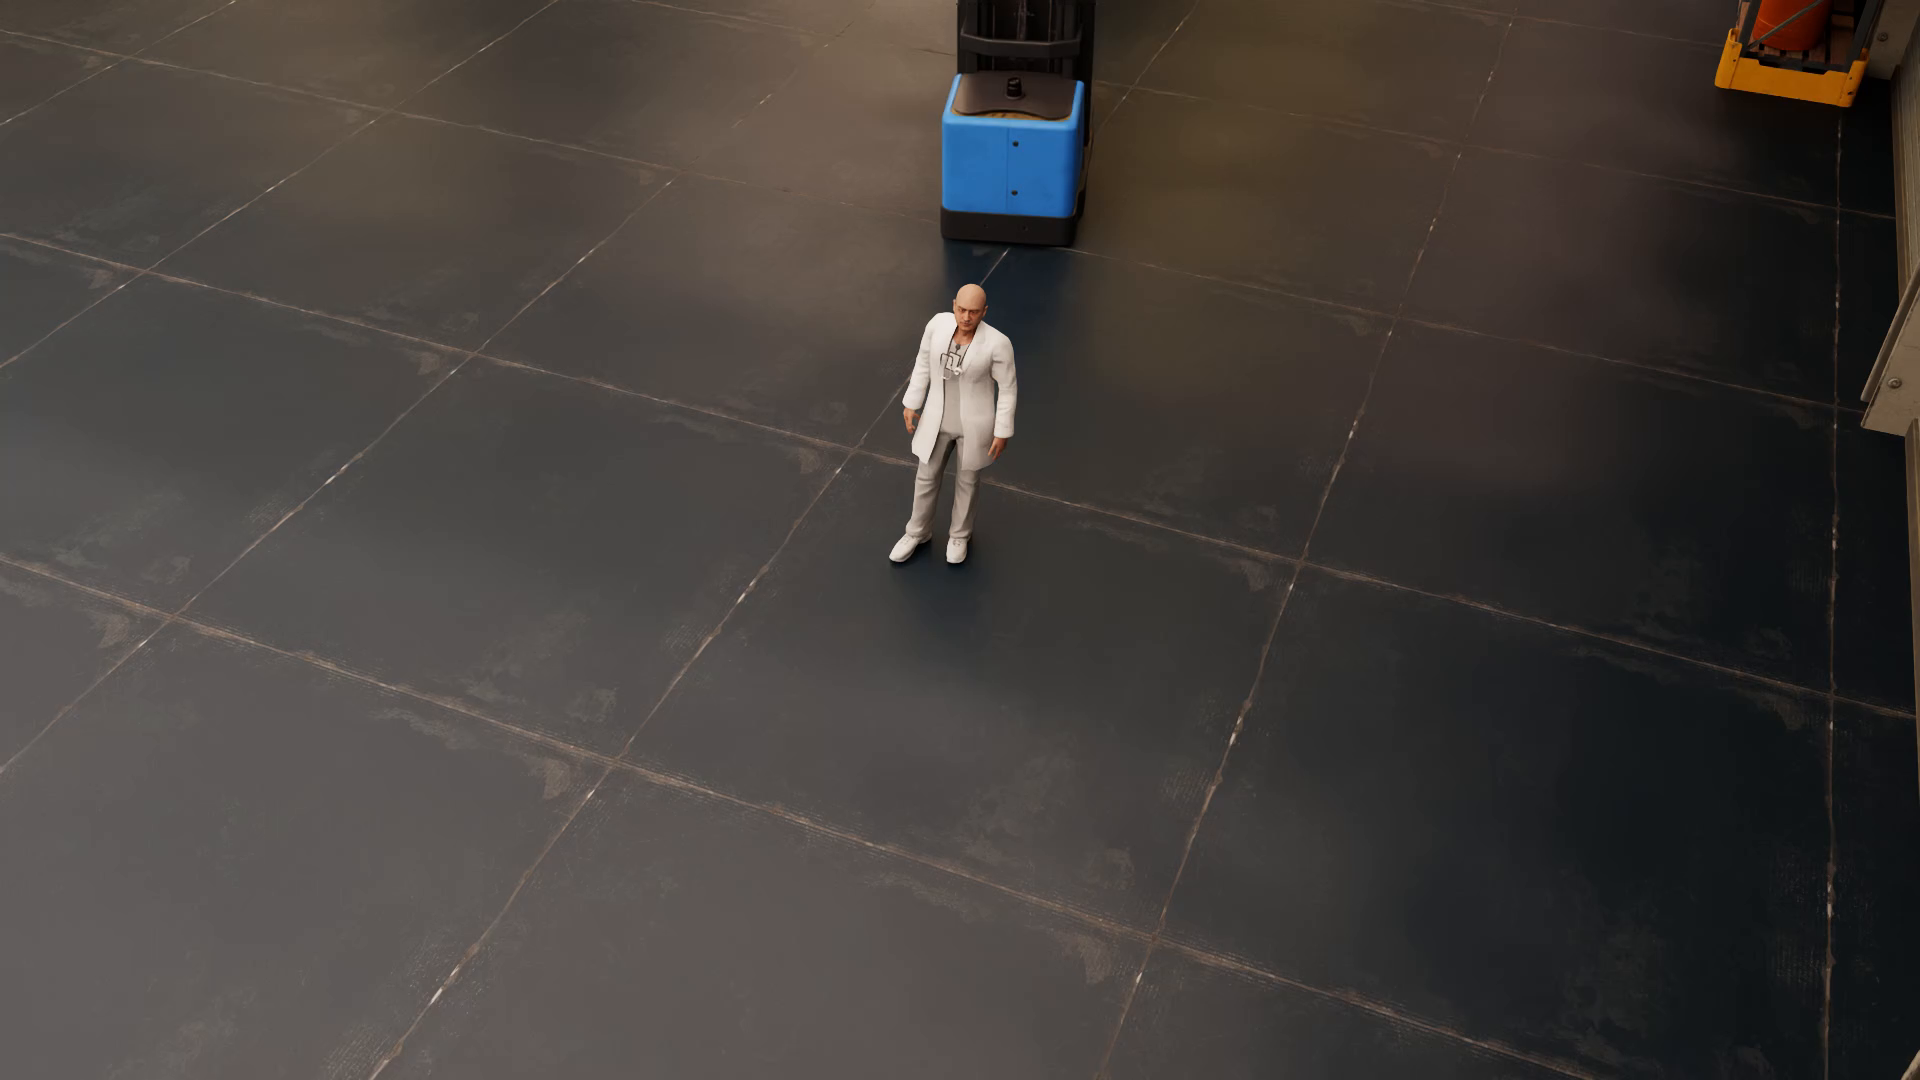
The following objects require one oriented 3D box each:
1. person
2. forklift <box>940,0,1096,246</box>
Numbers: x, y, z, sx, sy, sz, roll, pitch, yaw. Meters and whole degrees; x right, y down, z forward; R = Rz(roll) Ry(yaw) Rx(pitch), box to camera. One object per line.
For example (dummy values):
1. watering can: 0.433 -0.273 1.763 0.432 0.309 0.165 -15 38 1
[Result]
1. person: -0.038 -0.636 9.653 0.696 1.776 0.577 15 42 17
2. forklift: 0.552 -4.352 13.205 1.130 2.935 3.031 5 40 6
